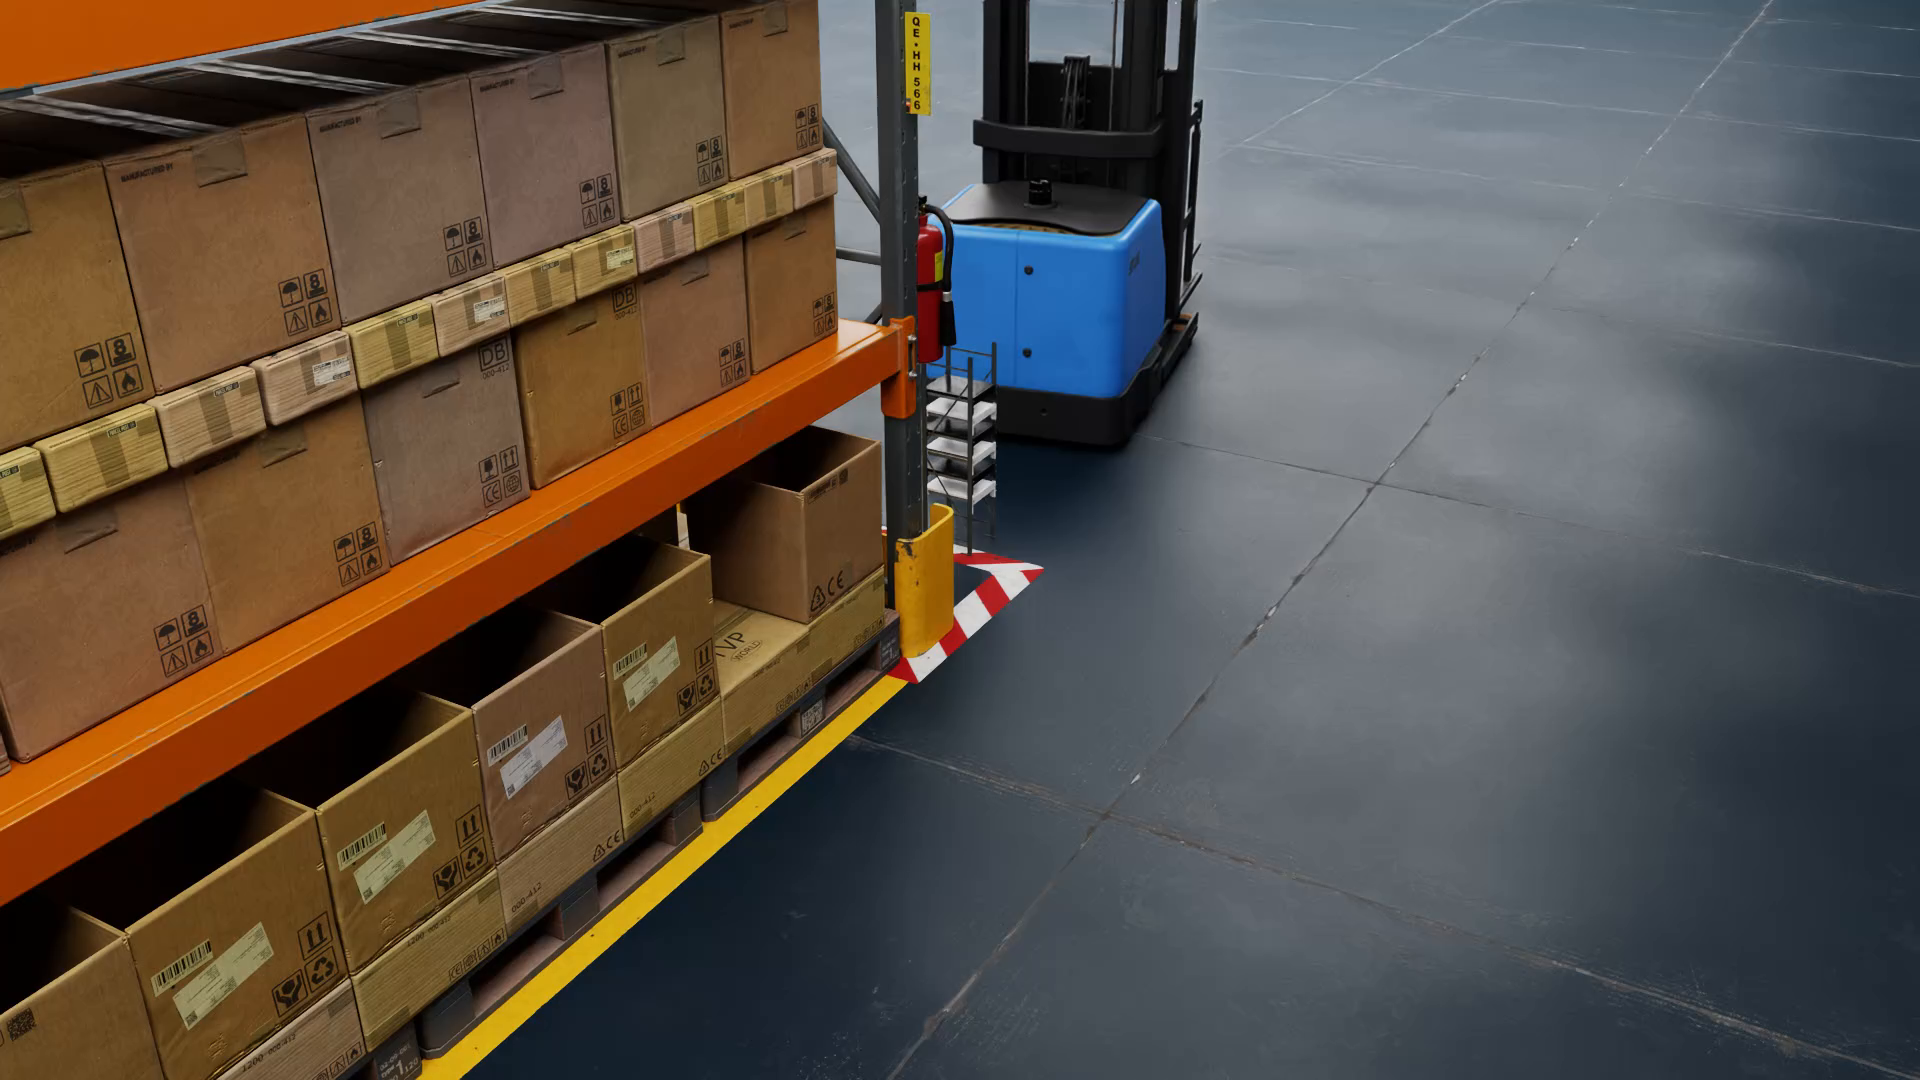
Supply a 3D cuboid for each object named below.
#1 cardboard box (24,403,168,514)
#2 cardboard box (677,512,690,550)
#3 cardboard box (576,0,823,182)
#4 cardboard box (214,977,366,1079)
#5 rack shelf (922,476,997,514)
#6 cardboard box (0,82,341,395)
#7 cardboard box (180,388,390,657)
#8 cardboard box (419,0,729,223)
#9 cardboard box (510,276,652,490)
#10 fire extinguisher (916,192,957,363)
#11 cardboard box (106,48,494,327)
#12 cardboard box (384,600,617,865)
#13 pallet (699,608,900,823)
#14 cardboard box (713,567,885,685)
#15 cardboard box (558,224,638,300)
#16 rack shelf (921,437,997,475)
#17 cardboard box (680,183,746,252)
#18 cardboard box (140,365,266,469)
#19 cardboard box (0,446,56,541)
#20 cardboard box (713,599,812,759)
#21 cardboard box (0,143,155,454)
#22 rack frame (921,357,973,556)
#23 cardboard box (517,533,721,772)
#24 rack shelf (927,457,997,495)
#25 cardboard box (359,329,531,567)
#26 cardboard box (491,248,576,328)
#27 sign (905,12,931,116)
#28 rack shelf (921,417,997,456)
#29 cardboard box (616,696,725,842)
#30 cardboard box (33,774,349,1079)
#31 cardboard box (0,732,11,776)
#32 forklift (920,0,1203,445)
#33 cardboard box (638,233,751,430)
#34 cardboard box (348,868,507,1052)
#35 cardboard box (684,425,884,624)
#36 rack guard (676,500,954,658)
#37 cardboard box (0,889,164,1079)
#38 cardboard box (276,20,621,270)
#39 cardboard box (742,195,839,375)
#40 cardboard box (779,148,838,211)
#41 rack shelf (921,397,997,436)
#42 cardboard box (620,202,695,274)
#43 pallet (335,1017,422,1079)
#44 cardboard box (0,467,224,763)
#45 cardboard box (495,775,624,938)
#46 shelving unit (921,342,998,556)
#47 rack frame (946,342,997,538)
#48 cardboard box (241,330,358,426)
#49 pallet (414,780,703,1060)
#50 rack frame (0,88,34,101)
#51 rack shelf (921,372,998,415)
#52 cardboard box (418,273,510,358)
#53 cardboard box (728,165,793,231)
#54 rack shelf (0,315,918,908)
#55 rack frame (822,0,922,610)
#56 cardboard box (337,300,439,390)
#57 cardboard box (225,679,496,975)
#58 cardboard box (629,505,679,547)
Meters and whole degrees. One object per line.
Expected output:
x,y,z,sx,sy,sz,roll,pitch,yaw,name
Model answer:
-1.897,-0.205,3.472,0.380,0.149,0.250,14,30,26,cardboard box
-1.064,0.136,6.230,0.500,0.250,0.500,14,30,26,cardboard box
-0.873,-1.491,5.316,0.700,0.500,0.500,14,30,26,cardboard box
-1.832,1.227,4.050,0.500,0.250,0.500,14,30,26,cardboard box
-0.004,-0.209,7.138,0.258,0.077,0.200,14,30,26,rack shelf
-1.867,-0.698,3.733,0.700,0.500,0.500,14,30,26,cardboard box
-1.857,-0.128,4.042,0.700,0.500,0.500,15,30,27,cardboard box
-1.127,-1.285,4.904,0.700,0.500,0.500,13,30,25,cardboard box
-1.351,-0.533,4.853,0.700,0.500,0.500,14,30,26,cardboard box
-0.144,-0.975,5.933,0.296,0.674,0.183,14,30,26,fire extinguisher
-1.621,-0.893,4.122,0.700,0.500,0.500,14,30,26,cardboard box
-1.337,0.503,4.660,0.500,0.500,0.500,14,30,26,cardboard box
-0.946,0.488,6.038,1.003,0.211,1.213,14,30,26,pallet
-0.613,0.250,6.002,0.500,0.250,0.500,14,30,26,cardboard box
-1.136,-0.808,4.676,0.380,0.149,0.250,15,30,28,cardboard box
-0.004,-0.370,7.057,0.258,0.077,0.200,14,30,26,rack shelf
-0.882,-1.008,5.076,0.380,0.149,0.250,14,30,25,cardboard box
-1.772,-0.302,3.666,0.380,0.149,0.250,13,29,24,cardboard box
-2.024,-0.103,3.268,0.380,0.149,0.250,13,30,25,cardboard box
-0.849,0.448,5.607,0.500,0.250,0.500,14,30,26,cardboard box
-2.114,-0.503,3.343,0.700,0.500,0.500,14,30,26,cardboard box
-0.054,-0.360,6.963,0.240,0.900,0.006,14,30,26,rack frame
-1.090,0.308,5.048,0.500,0.500,0.500,14,30,26,cardboard box
-0.004,-0.289,7.098,0.258,0.077,0.200,14,30,26,rack shelf
-1.606,-0.327,4.441,0.700,0.500,0.500,15,30,28,cardboard box
-1.264,-0.705,4.470,0.380,0.149,0.250,15,30,27,cardboard box
-0.141,-1.565,5.466,0.100,0.325,0.005,14,30,26,sign
-0.004,-0.450,7.017,0.258,0.077,0.200,14,30,26,rack shelf
-1.093,0.643,5.217,0.500,0.250,0.500,14,30,26,cardboard box
-1.834,0.891,3.884,0.500,0.500,0.500,14,30,26,cardboard box
-2.361,0.274,3.240,0.700,0.500,0.500,13,30,25,cardboard box
0.729,-2.406,8.783,1.130,2.935,3.031,8,28,16,forklift
-1.101,-0.726,5.237,0.700,0.500,0.500,15,30,27,cardboard box
-1.581,1.033,4.437,0.500,0.250,0.500,14,30,26,cardboard box
-0.611,-0.085,5.833,0.500,0.500,0.500,14,30,26,cardboard box
-0.595,0.043,6.606,1.175,0.500,0.348,14,30,26,rack guard
-2.073,1.088,3.491,0.500,0.500,0.500,14,30,26,cardboard box
-1.375,-1.088,4.512,0.700,0.500,0.500,14,30,26,cardboard box
-0.847,-0.931,5.648,0.700,0.500,0.500,14,30,26,cardboard box
-0.628,-1.210,5.479,0.380,0.149,0.250,14,30,25,cardboard box
-0.004,-0.531,6.977,0.258,0.077,0.200,14,30,26,rack shelf
-1.007,-0.910,4.881,0.380,0.149,0.250,15,30,27,cardboard box
-2.146,1.439,4.139,1.003,0.211,1.213,14,30,26,pallet
-2.108,0.067,3.653,0.700,0.500,0.500,14,30,26,cardboard box
-1.340,0.837,4.829,0.500,0.250,0.500,14,30,26,cardboard box
-0.004,-0.399,7.042,0.258,0.900,0.210,14,30,26,shelving unit
0.046,-0.439,7.122,0.240,0.900,0.006,14,30,26,rack frame
-1.643,-0.407,3.875,0.380,0.149,0.250,13,30,25,cardboard box
-1.547,0.962,5.092,1.003,0.211,1.213,14,30,26,pallet
-4.917,-2.158,8.210,1.000,3.000,0.127,14,30,26,rack frame
-0.004,-0.611,6.937,0.258,0.077,0.200,14,30,26,rack shelf
-1.390,-0.605,4.271,0.380,0.149,0.250,14,30,25,cardboard box
-0.756,-1.107,5.275,0.380,0.149,0.250,15,30,27,cardboard box
-1.590,0.035,4.632,1.077,0.370,4.000,14,30,26,rack shelf
-0.606,-1.066,6.028,1.000,3.000,0.127,14,30,26,rack frame
-1.514,-0.508,4.078,0.380,0.149,0.250,14,30,26,cardboard box
-1.582,0.698,4.269,0.500,0.500,0.500,14,30,26,cardboard box
-1.308,-0.004,5.672,0.500,0.500,0.500,14,30,26,cardboard box
